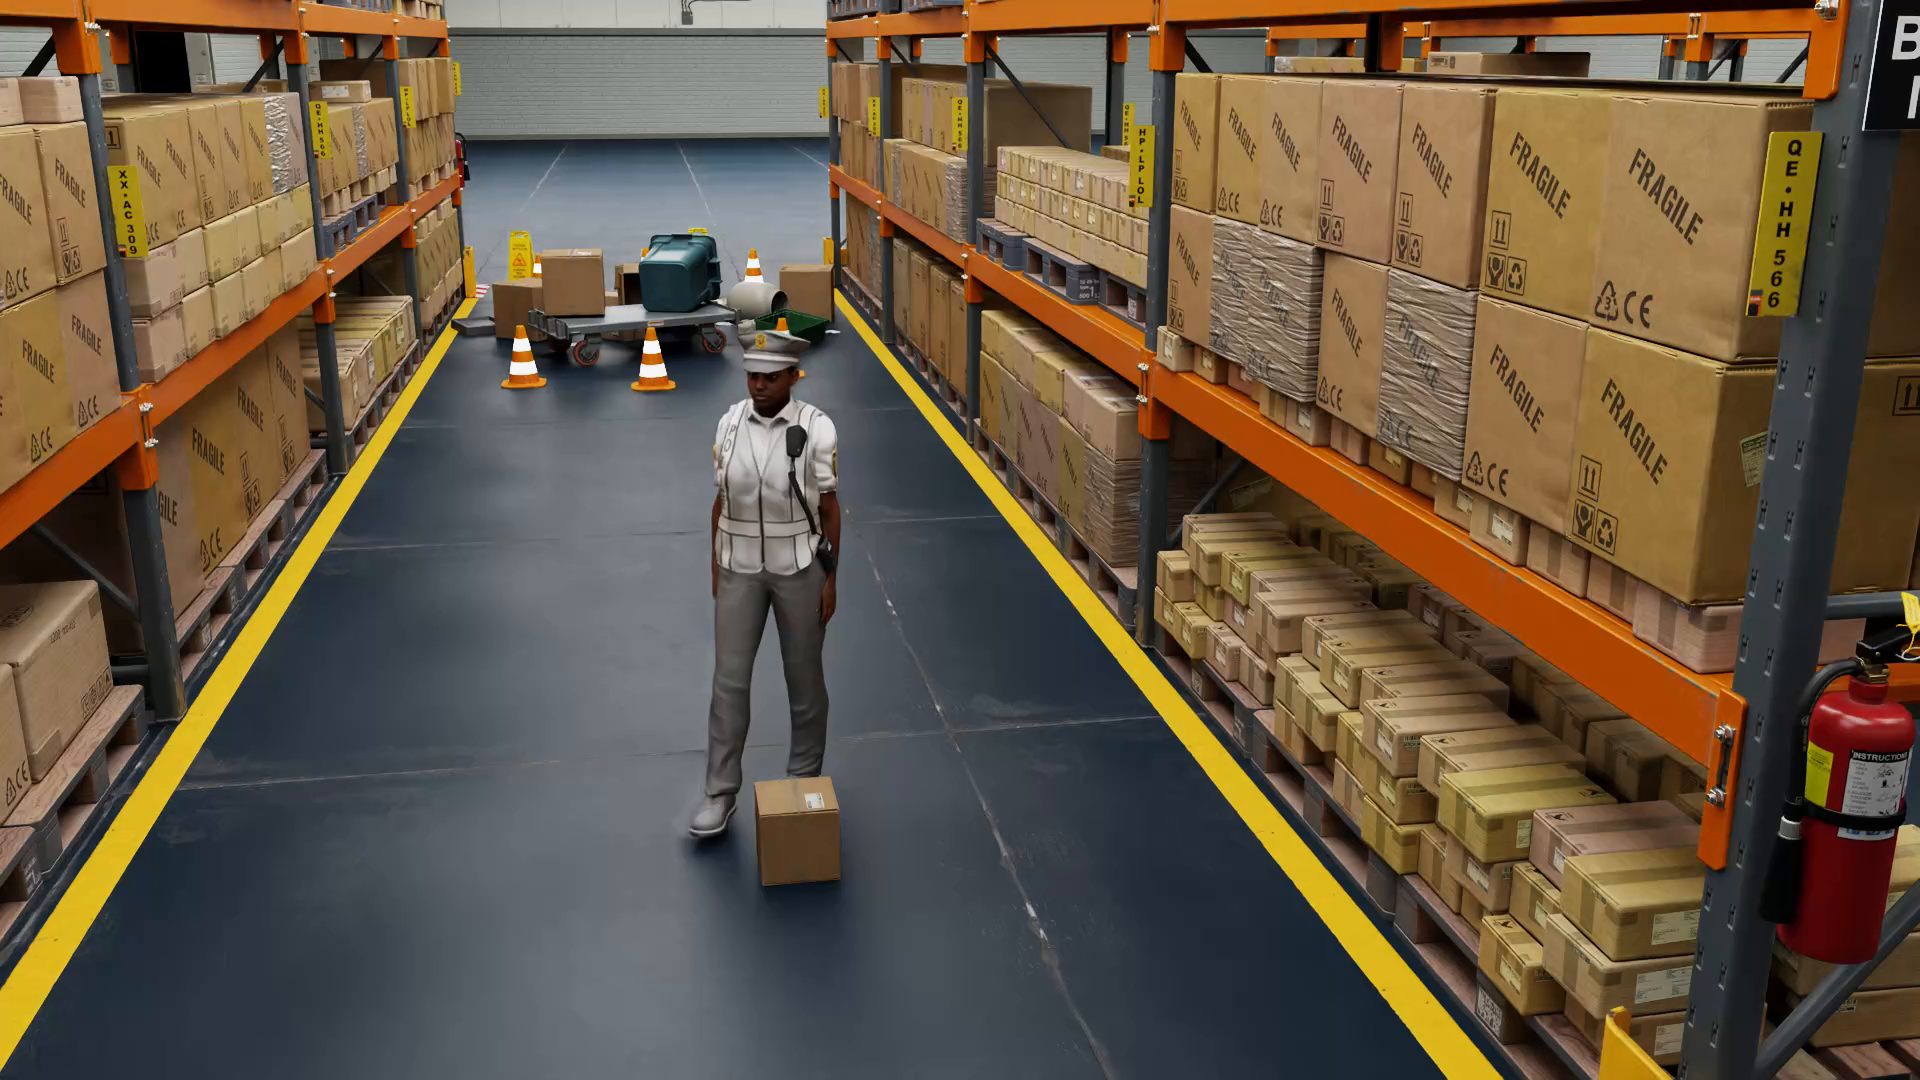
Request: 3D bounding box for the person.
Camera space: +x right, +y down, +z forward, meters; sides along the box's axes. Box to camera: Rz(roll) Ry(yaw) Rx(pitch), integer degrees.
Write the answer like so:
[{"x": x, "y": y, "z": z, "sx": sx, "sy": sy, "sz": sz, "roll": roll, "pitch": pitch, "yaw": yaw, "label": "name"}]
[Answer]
[{"x": -0.648, "y": 0.142, "z": 5.509, "sx": 0.458, "sy": 1.674, "sz": 0.590, "roll": 2, "pitch": 17, "yaw": 8, "label": "person"}]
